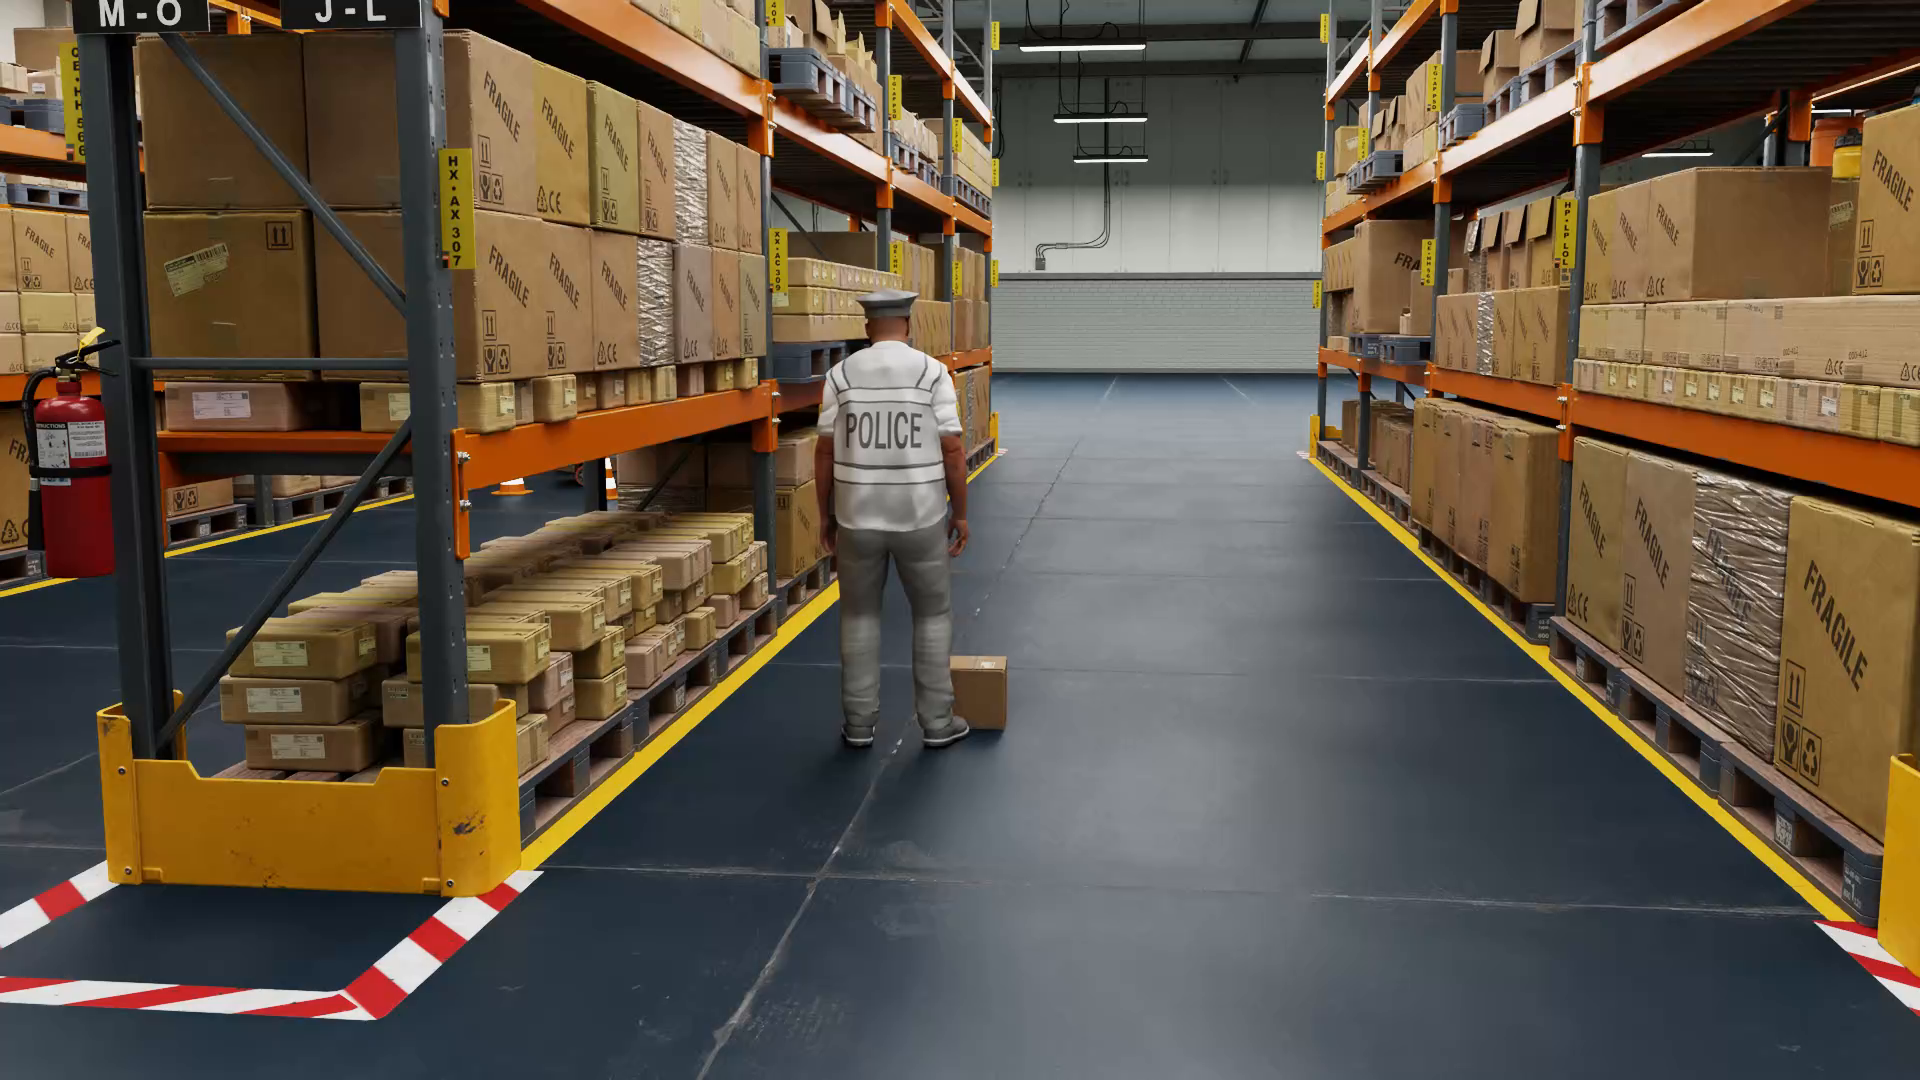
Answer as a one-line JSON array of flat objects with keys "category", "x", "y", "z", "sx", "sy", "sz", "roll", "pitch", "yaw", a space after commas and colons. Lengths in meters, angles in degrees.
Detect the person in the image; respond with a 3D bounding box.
[{"category": "person", "x": -0.261, "y": -0.081, "z": 6.368, "sx": 0.587, "sy": 1.748, "sz": 0.442, "roll": 1, "pitch": 8, "yaw": 5}]
